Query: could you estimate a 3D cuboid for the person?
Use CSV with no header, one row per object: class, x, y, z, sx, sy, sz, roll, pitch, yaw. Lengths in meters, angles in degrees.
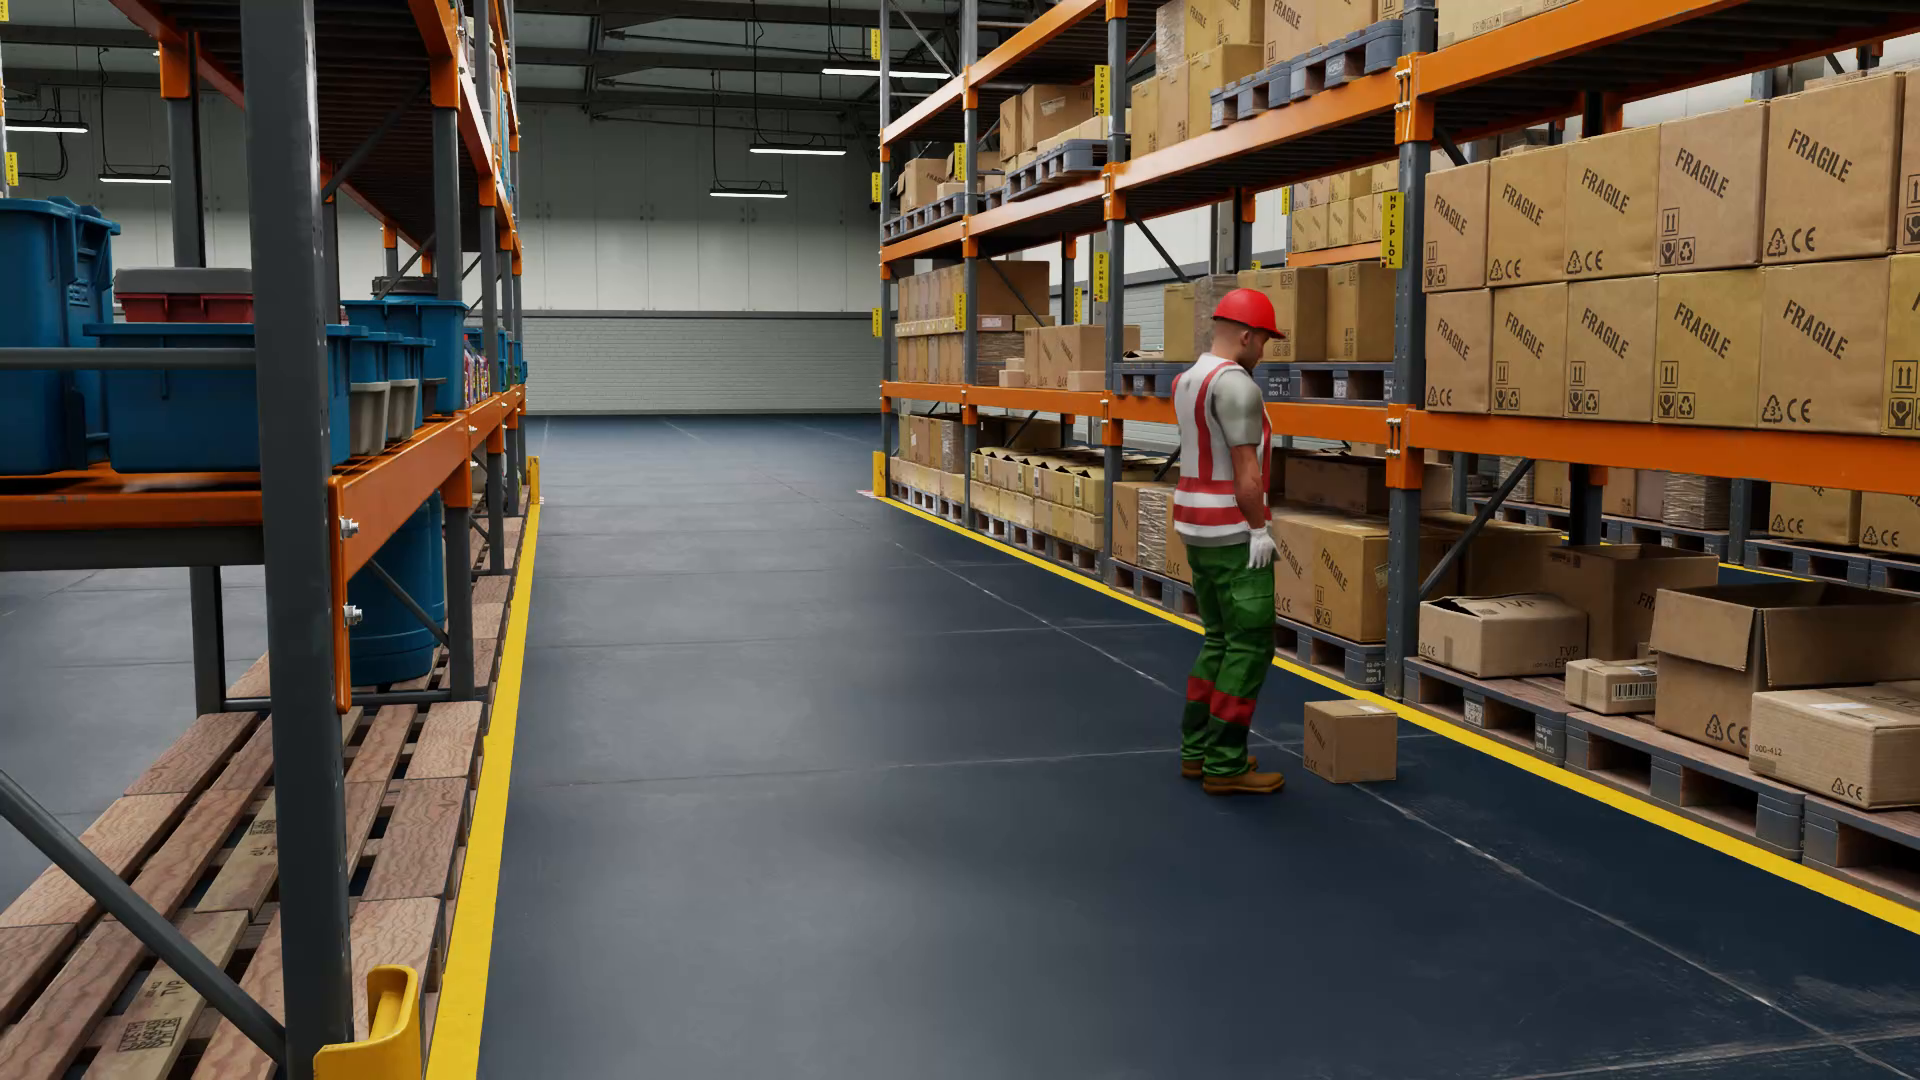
person,0.966,-0.006,5.933,0.388,1.766,0.533,-1,6,-13
